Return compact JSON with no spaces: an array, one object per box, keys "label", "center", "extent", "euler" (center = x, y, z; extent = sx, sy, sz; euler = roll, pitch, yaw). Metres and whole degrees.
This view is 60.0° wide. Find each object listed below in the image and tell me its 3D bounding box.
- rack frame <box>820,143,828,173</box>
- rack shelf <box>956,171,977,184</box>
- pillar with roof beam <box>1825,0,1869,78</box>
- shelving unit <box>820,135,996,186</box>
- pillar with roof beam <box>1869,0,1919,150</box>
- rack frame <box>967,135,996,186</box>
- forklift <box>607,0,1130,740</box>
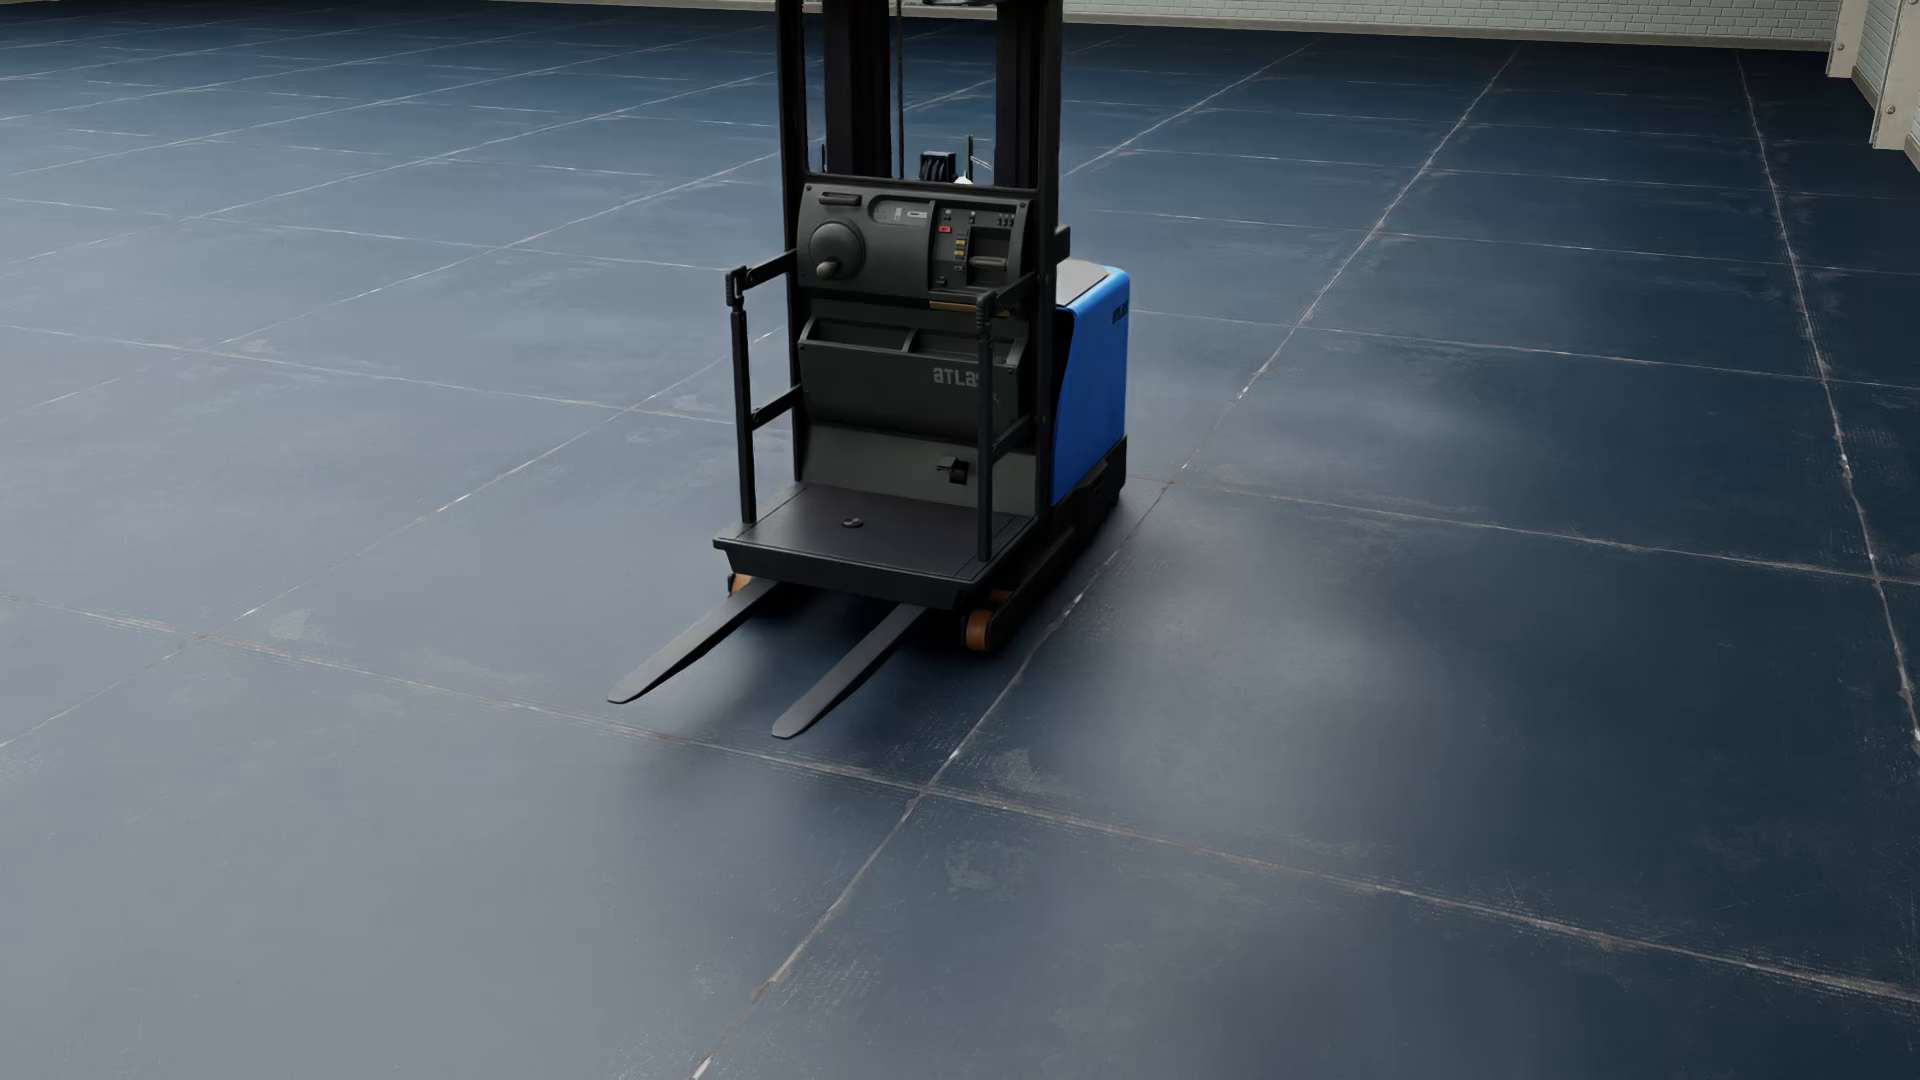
[{"label":"rack frame","center":[-0.582,-1.105,7.950],"extent":[0.023,1.500,0.400],"euler":[-8,24,-18]},{"label":"rack shelf","center":[-0.236,-1.512,7.912],"extent":[0.720,0.370,0.431],"euler":[-8,24,-18]},{"label":"pillar with roof beam","center":[7.576,-10.880,21.623],"extent":[9.100,9.000,0.400],"euler":[9,24,20]},{"label":"shelving unit","center":[-0.236,-1.152,8.062],"extent":[0.755,1.500,0.431],"euler":[-8,24,-18]},{"label":"pillar with roof beam","center":[5.348,-8.733,16.483],"extent":[9.100,9.000,0.400],"euler":[9,24,20]},{"label":"rack frame","center":[0.109,-1.199,8.175],"extent":[0.023,1.500,0.400],"euler":[-8,24,-18]},{"label":"forklift","center":[-0.266,-1.115,6.116],"extent":[1.130,2.935,3.031],"euler":[9,24,21]}]
